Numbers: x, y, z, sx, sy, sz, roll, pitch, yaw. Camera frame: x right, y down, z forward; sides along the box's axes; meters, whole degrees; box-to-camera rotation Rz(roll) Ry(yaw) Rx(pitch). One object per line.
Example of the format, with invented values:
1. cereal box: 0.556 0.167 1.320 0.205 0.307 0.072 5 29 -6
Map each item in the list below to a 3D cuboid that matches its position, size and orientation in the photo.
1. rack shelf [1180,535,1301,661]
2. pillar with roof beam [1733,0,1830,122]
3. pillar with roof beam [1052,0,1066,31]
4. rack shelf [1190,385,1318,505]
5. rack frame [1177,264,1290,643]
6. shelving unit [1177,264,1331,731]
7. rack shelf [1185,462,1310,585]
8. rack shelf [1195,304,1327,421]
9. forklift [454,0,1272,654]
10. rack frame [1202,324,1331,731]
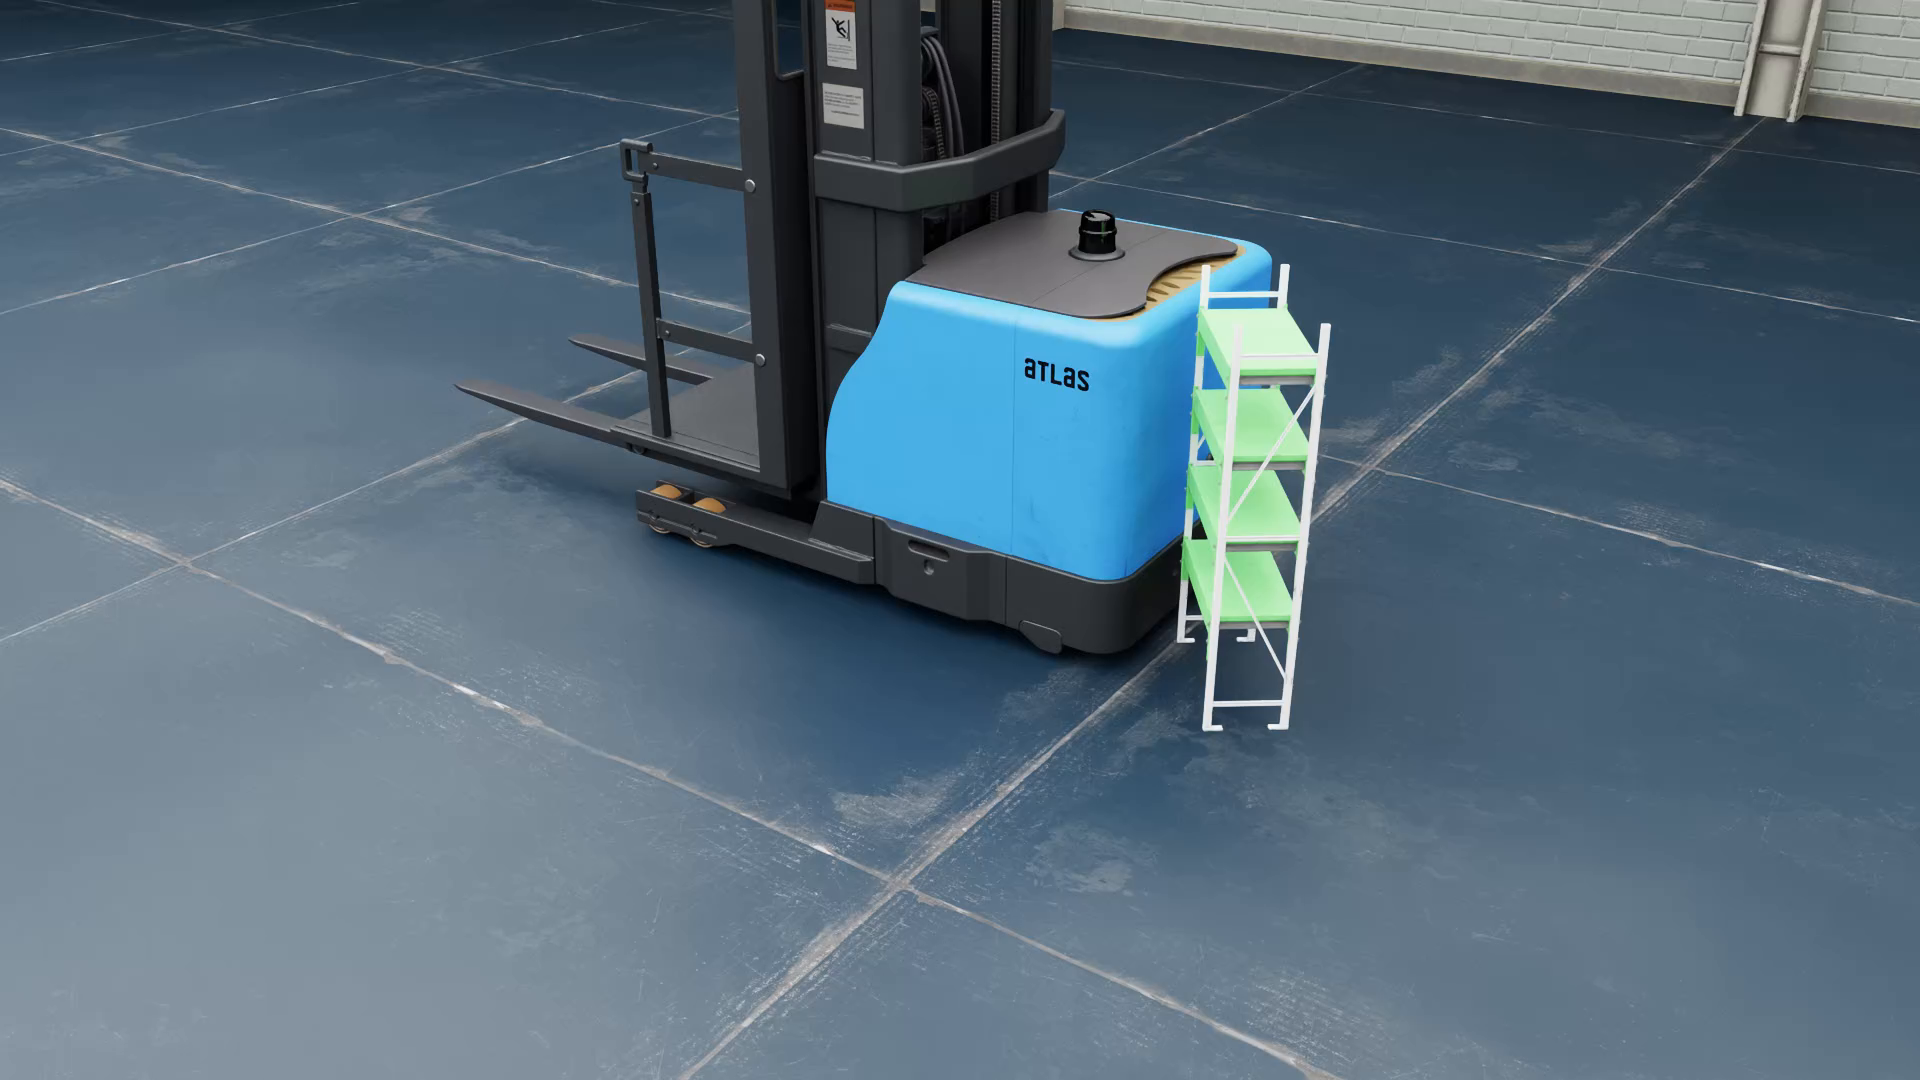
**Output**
1. rack shelf: 0.798 0.158 4.786 0.258 0.148 0.480 -1 27 -2
2. pillar with roof beam: 3.187 -5.361 6.363 0.400 9.000 9.100 17 32 30
3. pillar with roof beam: -1.759 -6.902 9.390 0.400 9.000 9.100 17 32 30
4. rack shelf: 0.798 -0.269 4.568 0.258 0.148 0.480 -1 27 -2
5. rack frame: 0.790 -0.223 4.865 0.240 1.200 0.015 -1 27 -2
6. shelving unit: 0.798 -0.112 4.648 0.258 1.200 0.503 -1 27 -2
7. rack shelf: 0.798 -0.055 4.677 0.258 0.148 0.480 -1 27 -2
8. rack shelf: 0.798 -0.483 4.459 0.258 0.148 0.480 -1 27 -2
9. forklift: -0.519 -1.462 5.391 3.031 2.935 1.130 17 31 29
10. rack frame: 0.806 -0.002 4.431 0.240 1.200 0.015 -1 27 -2
